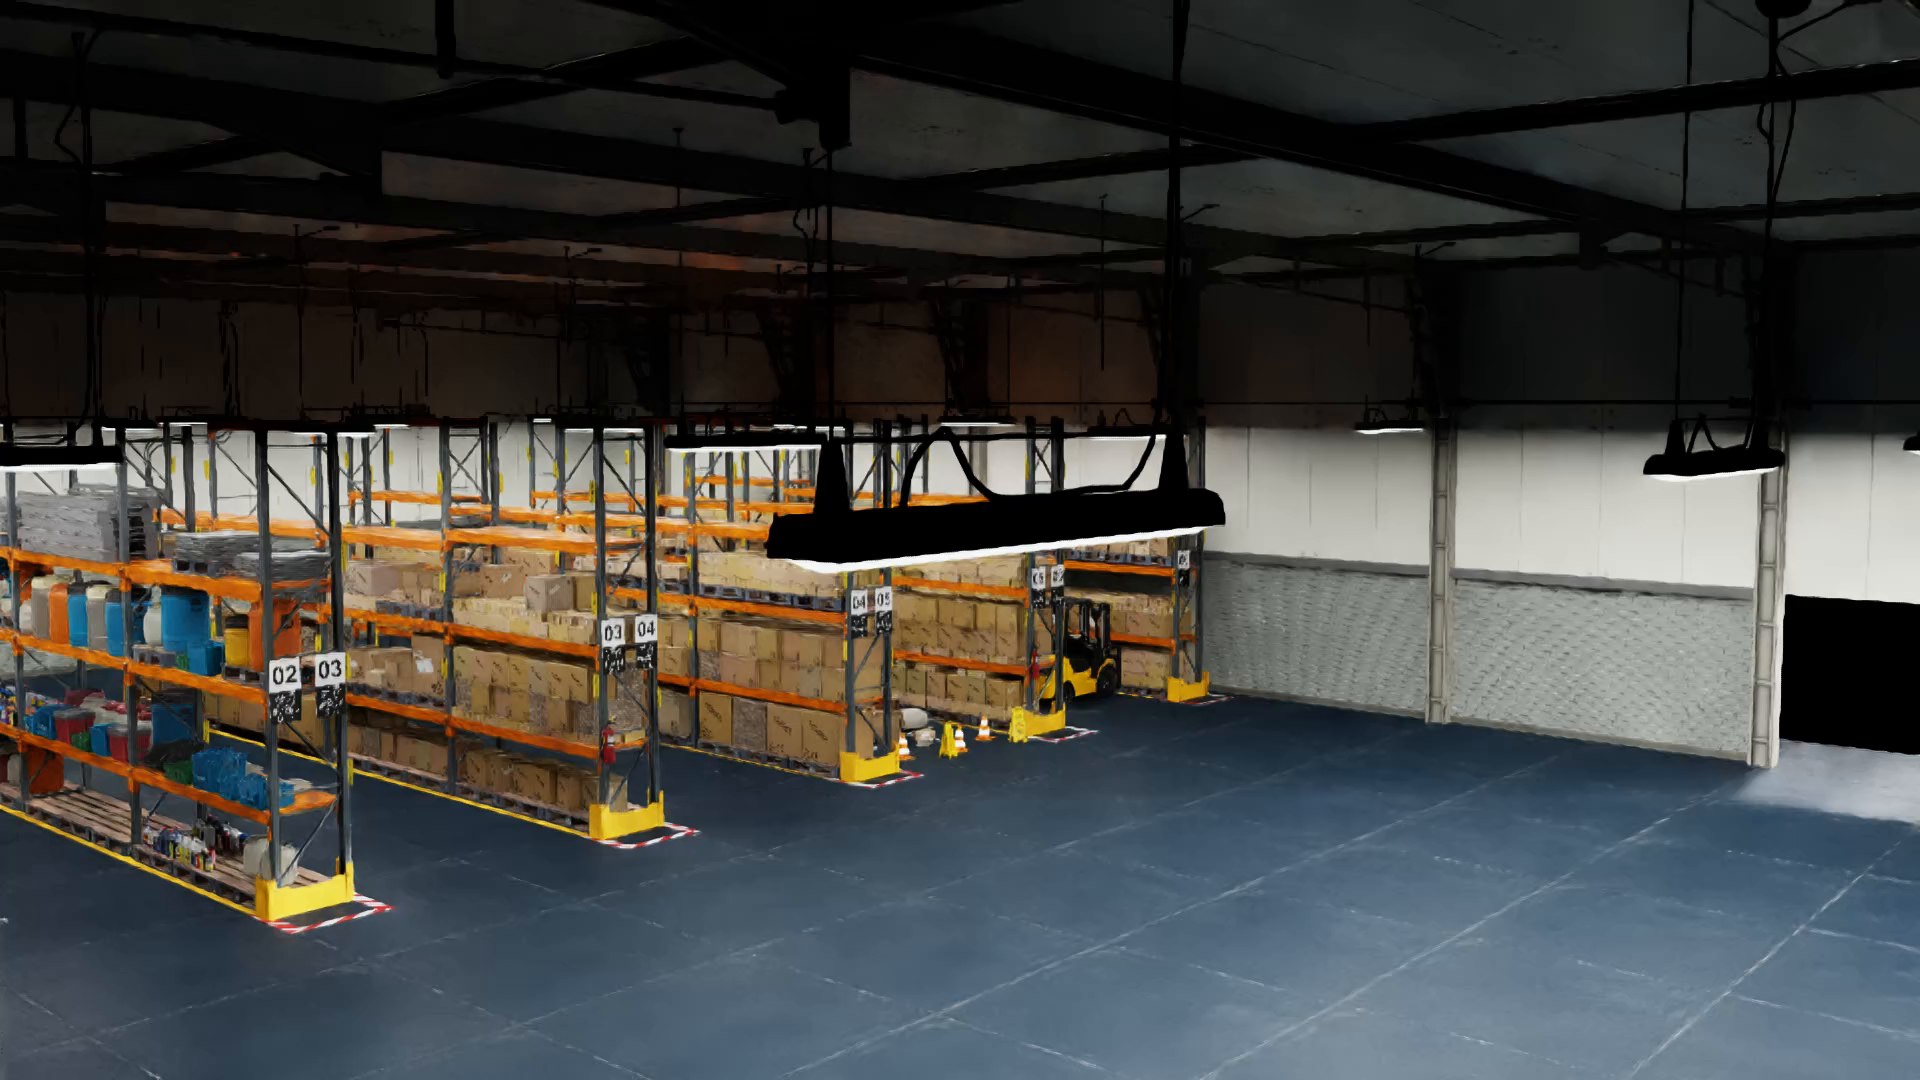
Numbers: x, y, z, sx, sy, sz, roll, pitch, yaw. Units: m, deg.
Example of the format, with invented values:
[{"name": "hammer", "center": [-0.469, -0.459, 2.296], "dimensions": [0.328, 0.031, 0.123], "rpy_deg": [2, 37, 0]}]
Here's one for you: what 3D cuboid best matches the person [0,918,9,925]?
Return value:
[{"name": "person", "center": [-11.934, 3.814, 19.817], "dimensions": [0.793, 1.723, 0.675], "rpy_deg": [2, 5, 21]}]
